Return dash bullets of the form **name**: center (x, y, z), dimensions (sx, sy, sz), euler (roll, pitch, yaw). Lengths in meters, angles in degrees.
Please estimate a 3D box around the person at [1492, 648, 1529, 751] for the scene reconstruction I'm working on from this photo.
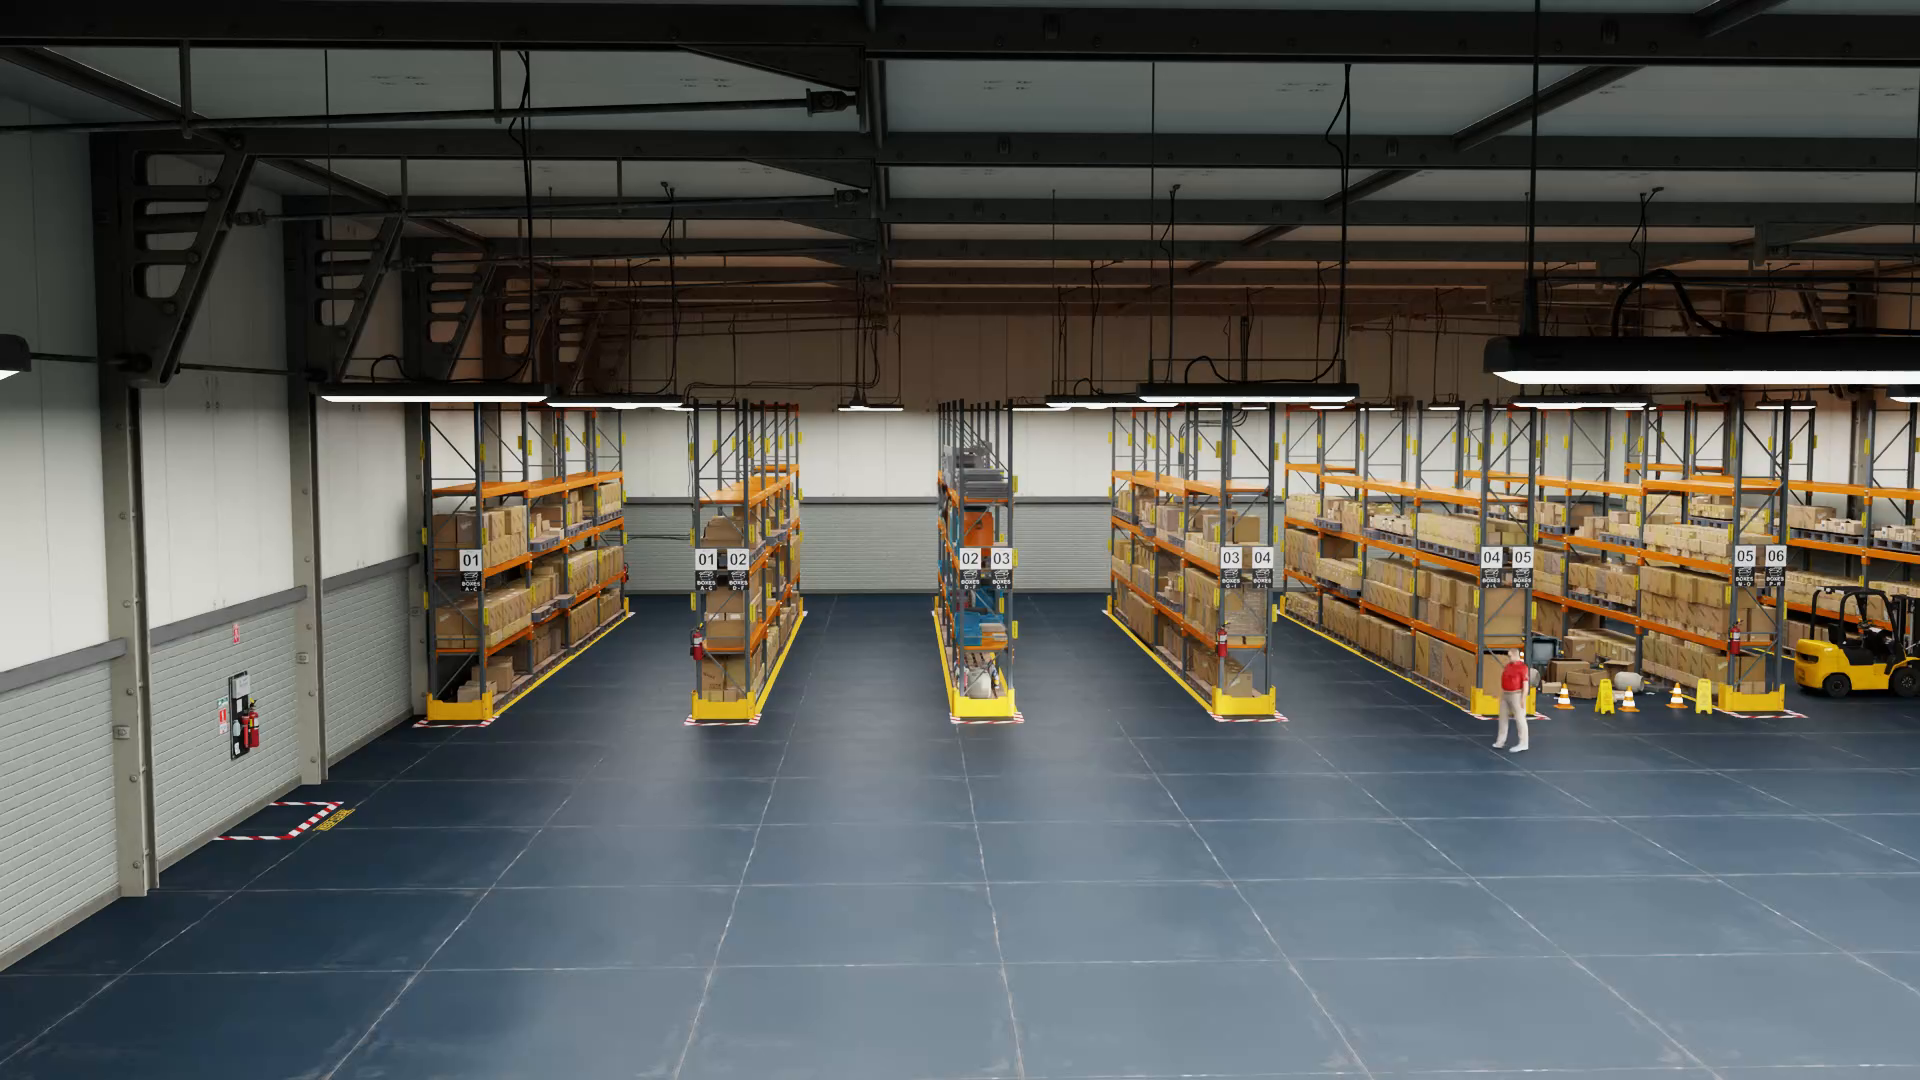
- **person**: center (9.393, 2.701, 28.391), dimensions (0.454, 1.725, 0.598), euler (-3, 5, -33)

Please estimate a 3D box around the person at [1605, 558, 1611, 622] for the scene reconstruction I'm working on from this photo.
- **person**: center (17.742, 1.359, 45.674), dimensions (0.563, 1.787, 0.567), euler (2, 5, 26)
